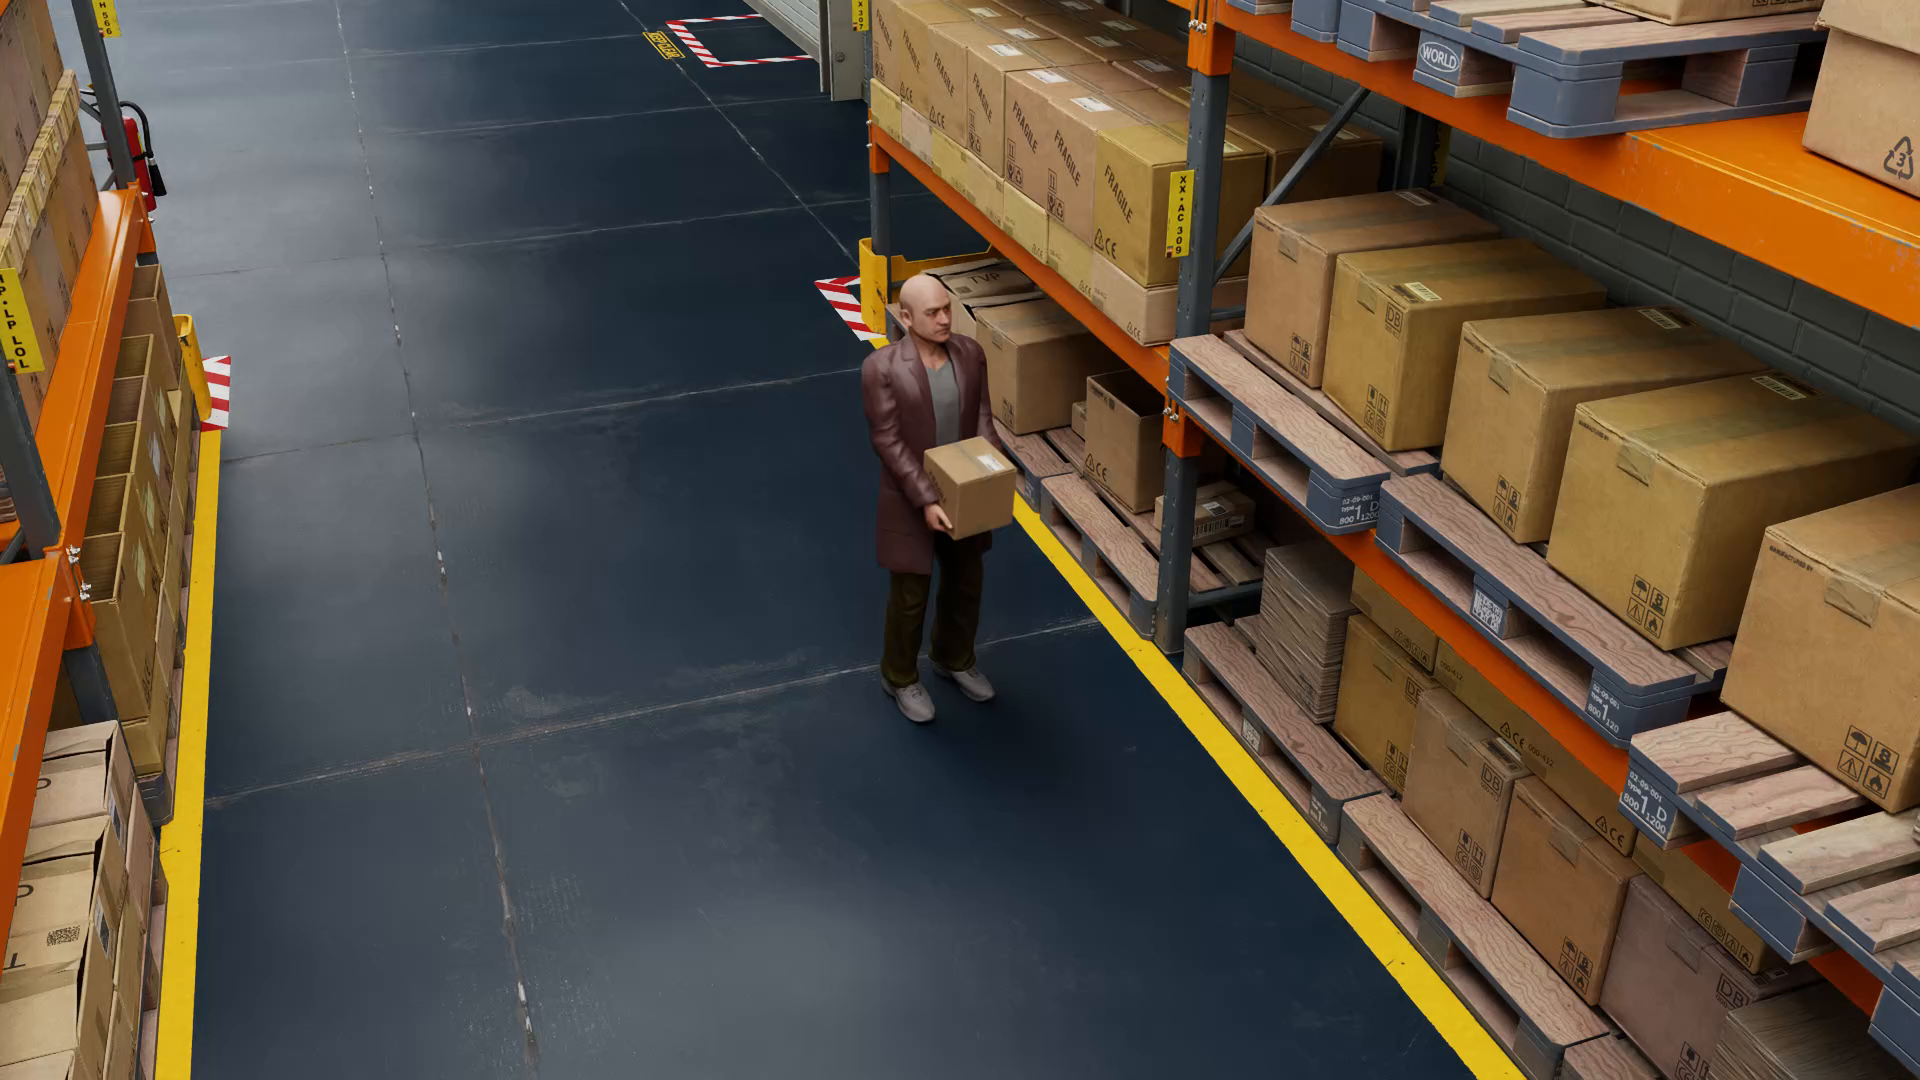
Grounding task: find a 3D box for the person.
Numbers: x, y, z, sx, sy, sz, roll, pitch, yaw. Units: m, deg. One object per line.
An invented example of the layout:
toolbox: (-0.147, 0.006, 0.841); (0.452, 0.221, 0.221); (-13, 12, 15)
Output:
person: (-0.076, -0.134, 6.360); (0.698, 1.777, 0.581); (-17, 34, -27)
